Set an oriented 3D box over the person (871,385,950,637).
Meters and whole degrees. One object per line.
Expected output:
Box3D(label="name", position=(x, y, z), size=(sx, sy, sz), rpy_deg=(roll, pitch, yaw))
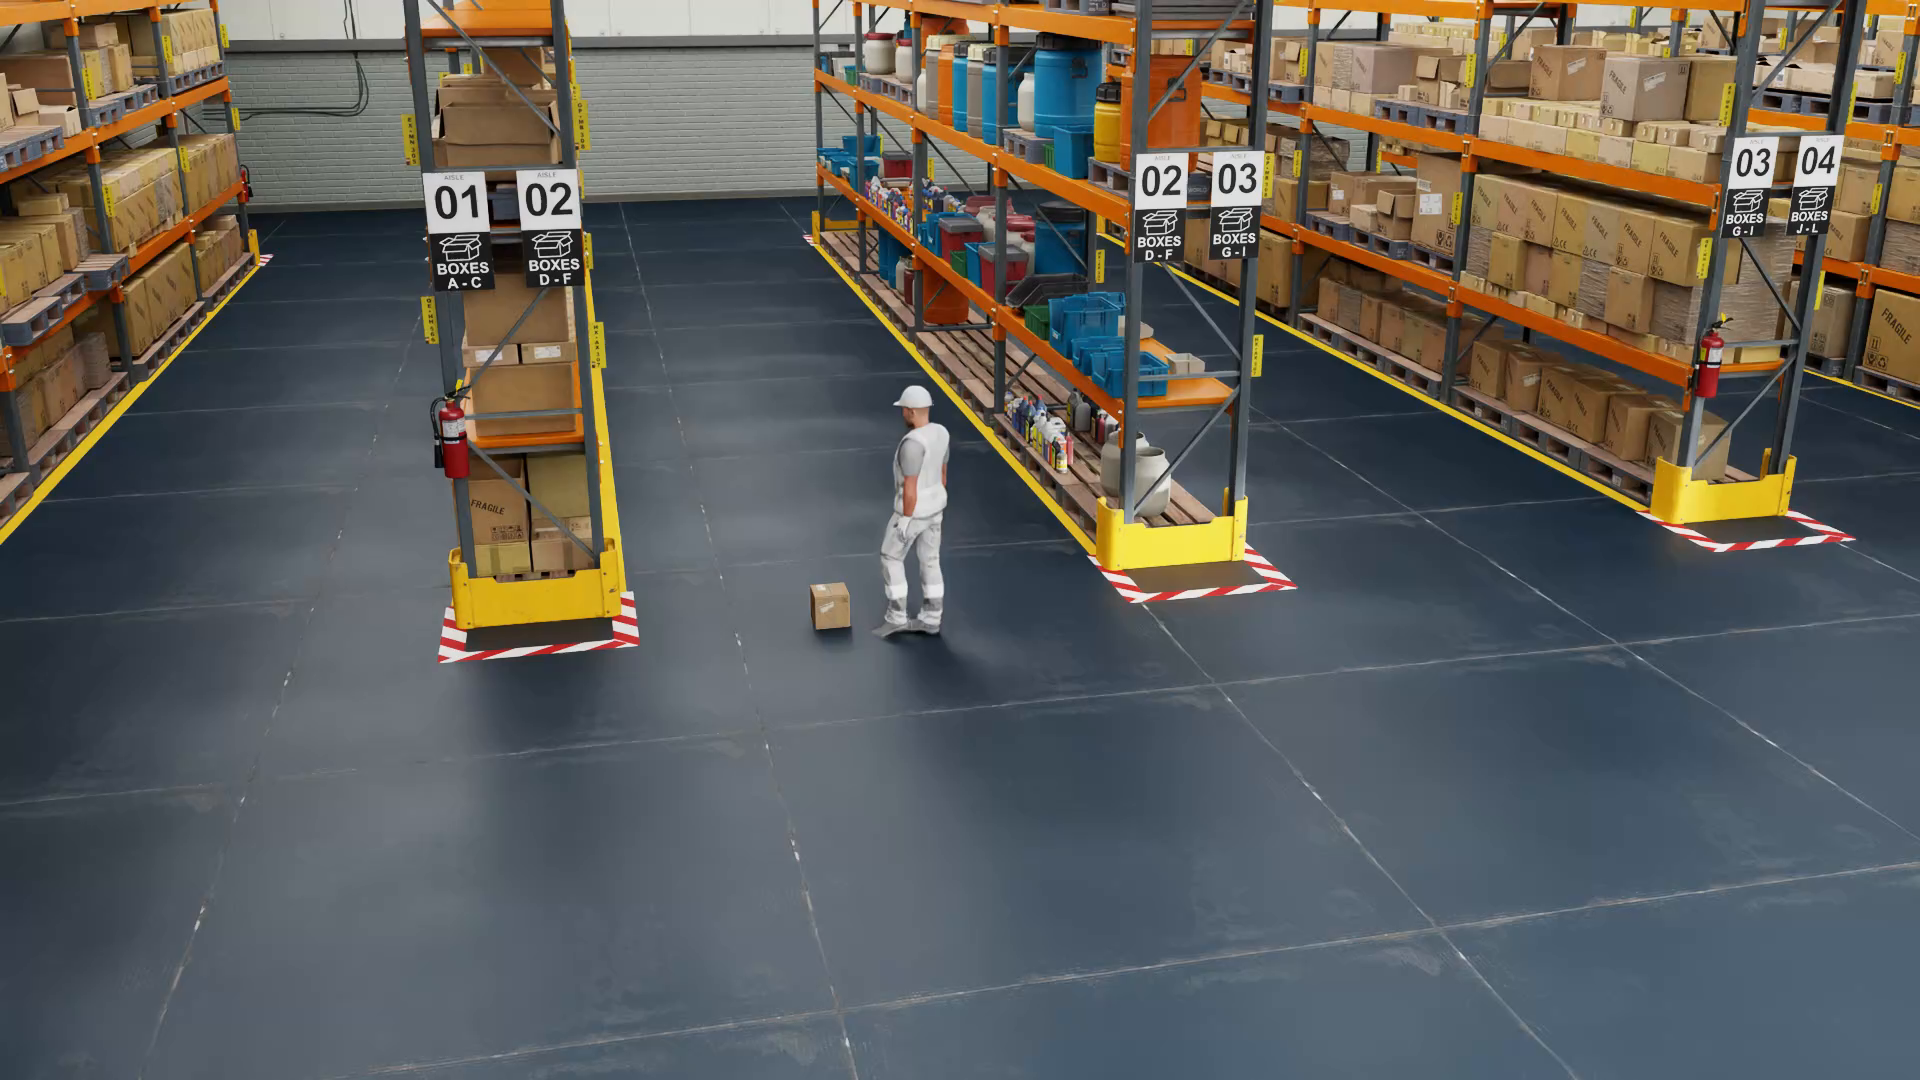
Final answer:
Box3D(label="person", position=(-0.334, -0.187, 11.603), size=(0.471, 1.831, 0.571), rpy_deg=(12, 23, 31))
